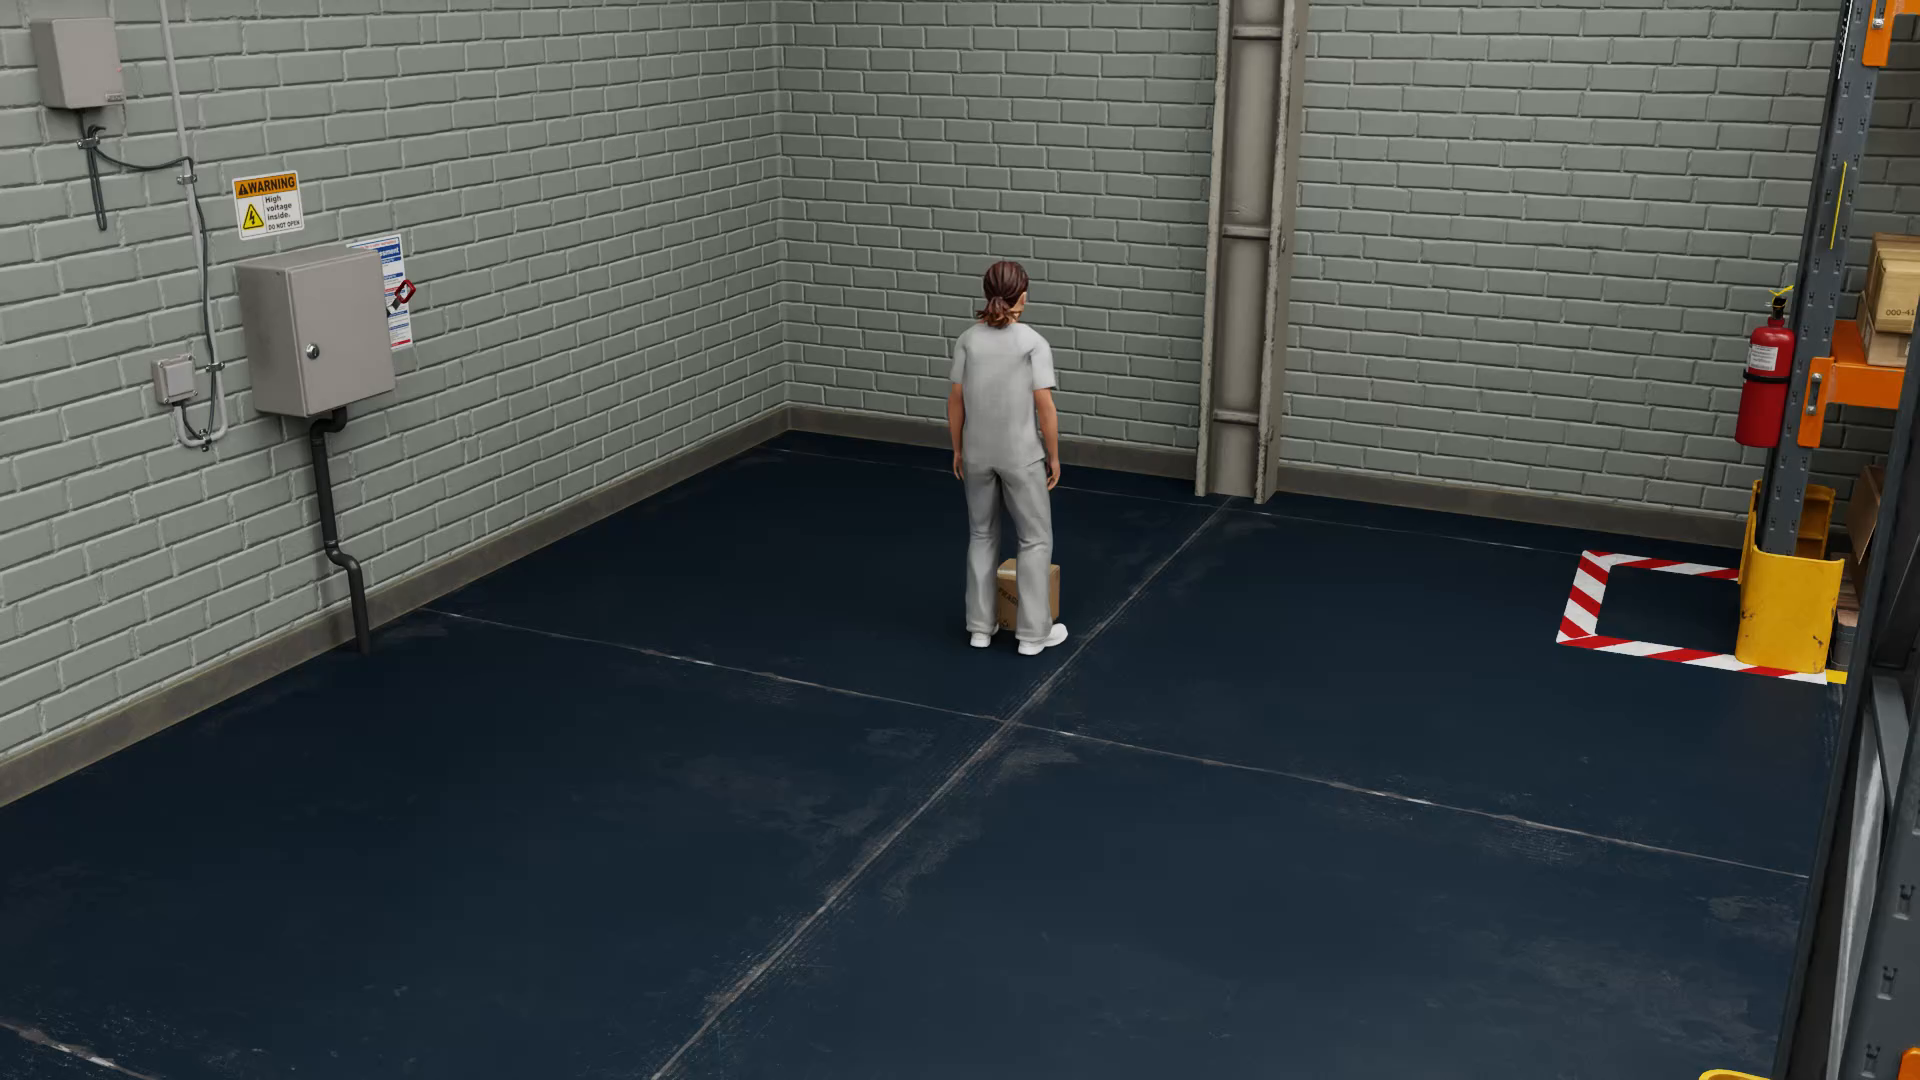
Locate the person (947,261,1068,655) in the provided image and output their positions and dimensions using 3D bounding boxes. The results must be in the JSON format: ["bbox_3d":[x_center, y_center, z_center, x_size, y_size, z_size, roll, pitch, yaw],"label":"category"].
[{"bbox_3d":[0.196,-0.341,7.053,0.498,1.671,0.363,7,20,20],"label":"person"}]
